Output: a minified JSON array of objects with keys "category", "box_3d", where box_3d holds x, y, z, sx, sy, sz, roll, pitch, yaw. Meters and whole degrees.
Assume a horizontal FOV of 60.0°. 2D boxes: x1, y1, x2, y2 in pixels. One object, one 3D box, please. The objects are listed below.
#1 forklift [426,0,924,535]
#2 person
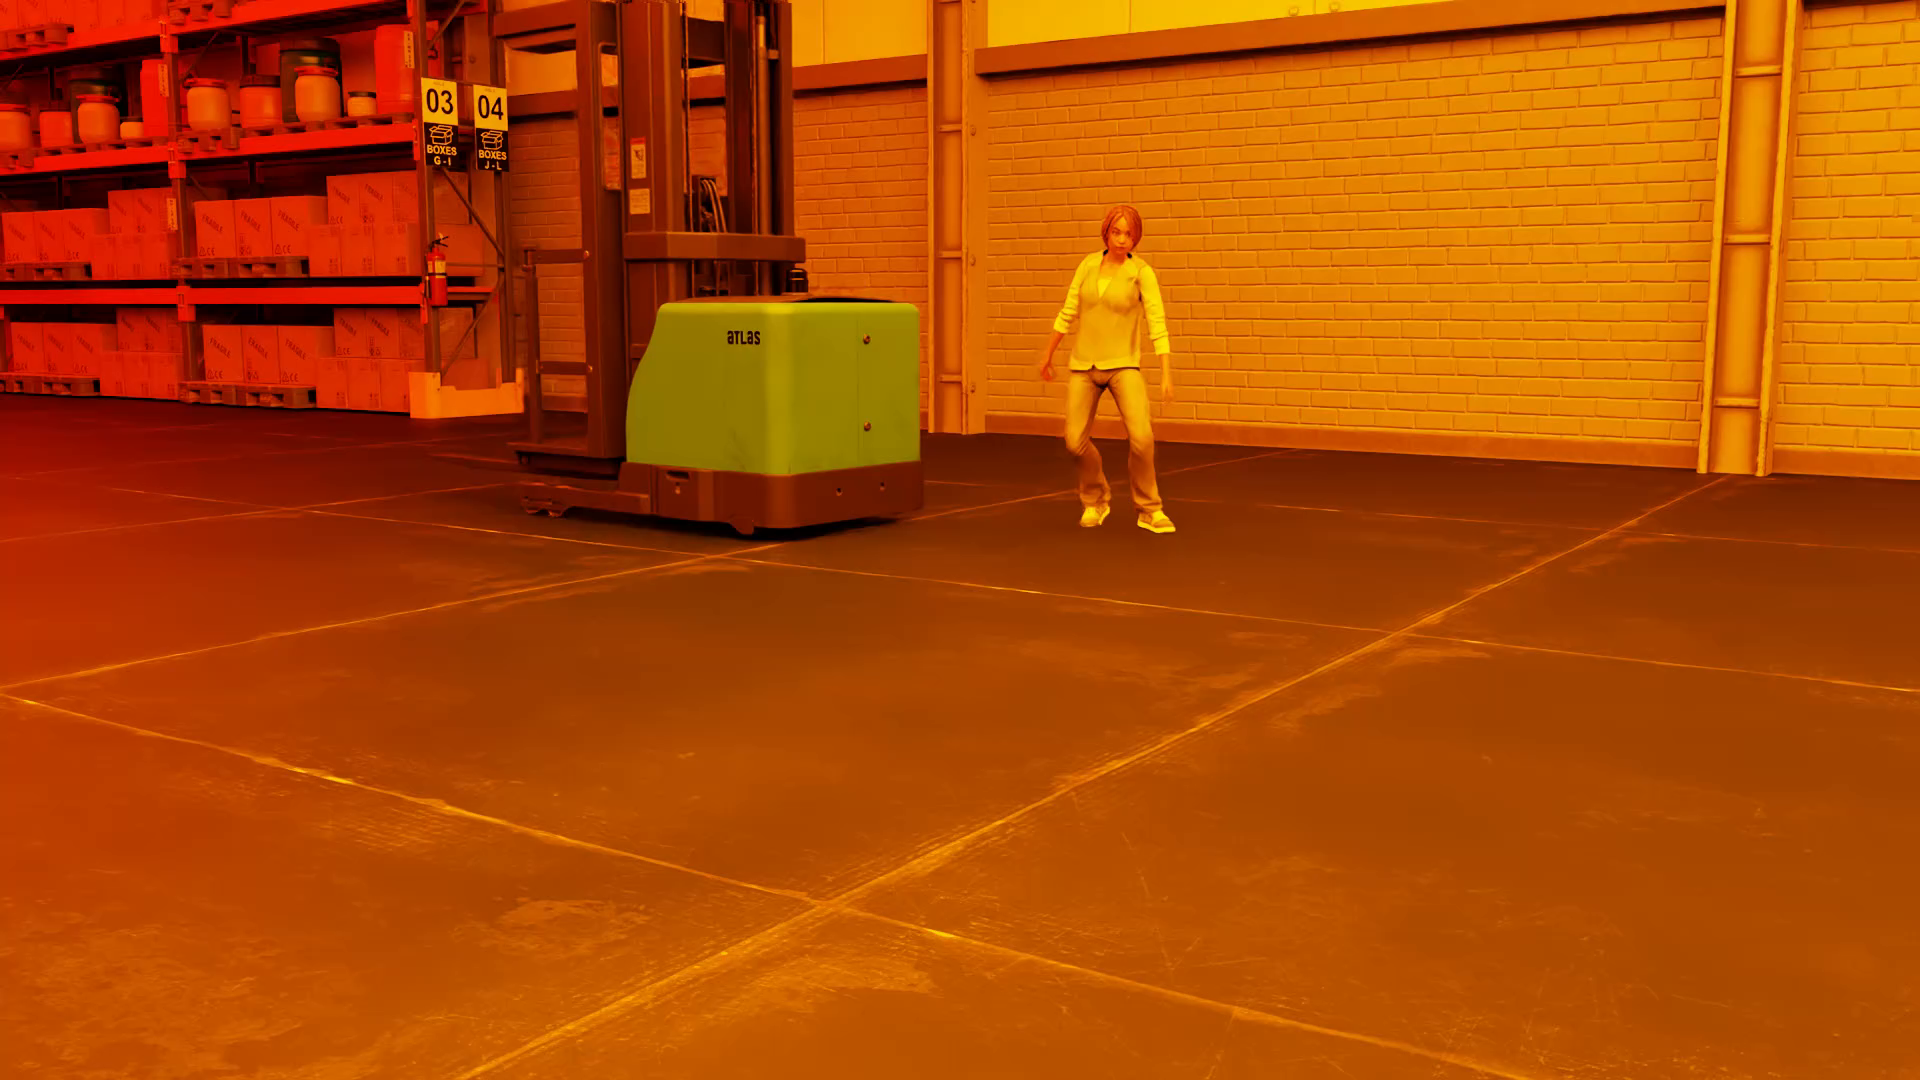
[{"category":"forklift","box_3d":[-1.643,-1.616,8.556,3.031,2.935,1.130,6,10,39]},{"category":"person","box_3d":[0.718,-0.805,7.948,0.747,1.553,0.440,5,9,29]}]
